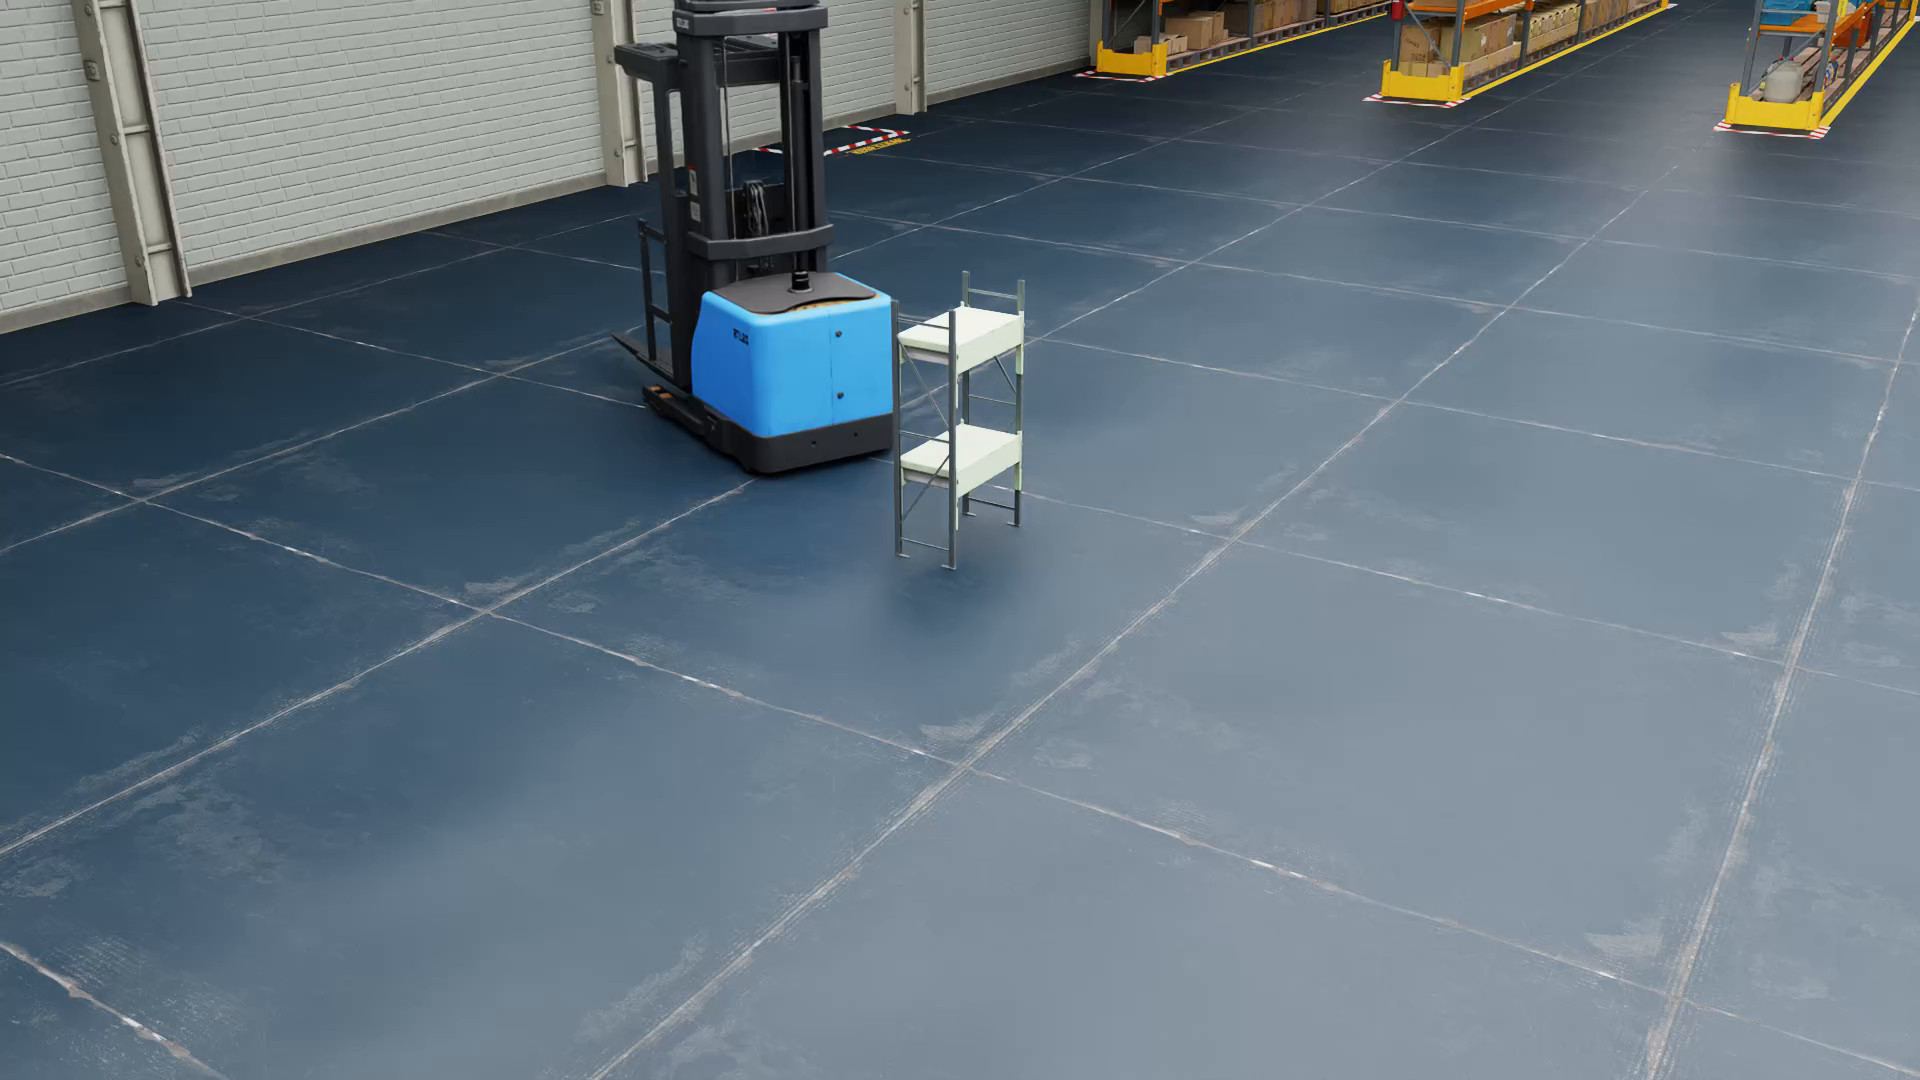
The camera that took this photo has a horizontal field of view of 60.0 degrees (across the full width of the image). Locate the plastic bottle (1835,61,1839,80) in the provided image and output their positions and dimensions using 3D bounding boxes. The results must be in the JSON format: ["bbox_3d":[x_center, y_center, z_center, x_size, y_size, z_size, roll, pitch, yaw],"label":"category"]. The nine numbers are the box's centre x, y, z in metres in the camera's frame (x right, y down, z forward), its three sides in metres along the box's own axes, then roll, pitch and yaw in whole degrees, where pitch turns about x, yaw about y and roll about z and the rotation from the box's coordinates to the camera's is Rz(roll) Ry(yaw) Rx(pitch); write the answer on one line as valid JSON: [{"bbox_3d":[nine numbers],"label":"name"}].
[{"bbox_3d":[13.369,-7.166,25.392,0.061,0.283,0.133,15,28,32],"label":"plastic bottle"}]

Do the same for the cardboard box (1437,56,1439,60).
[{"bbox_3d":[7.312,-7.476,26.177,0.500,0.250,0.500,14,27,29],"label":"cardboard box"}]

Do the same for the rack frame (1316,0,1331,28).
[{"bbox_3d":[7.036,-11.868,33.389,1.000,3.000,0.127,14,27,29],"label":"rack frame"}]

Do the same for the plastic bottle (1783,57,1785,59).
[{"bbox_3d":[12.802,-7.376,25.893,0.097,0.271,0.097,0,23,0],"label":"plastic bottle"}]

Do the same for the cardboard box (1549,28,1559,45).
[{"bbox_3d":[10.371,-9.015,29.732,0.500,0.250,0.500,14,27,30],"label":"cardboard box"}]

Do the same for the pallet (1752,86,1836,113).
[{"bbox_3d":[12.310,-6.531,24.570,1.003,0.211,1.213,14,27,29],"label":"pallet"}]

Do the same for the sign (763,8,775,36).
[{"bbox_3d":[-2.430,-6.586,21.142,0.001,0.329,0.234,14,27,29],"label":"sign"}]

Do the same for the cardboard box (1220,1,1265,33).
[{"bbox_3d":[5.300,-9.825,31.262,0.700,0.500,0.500,15,28,31],"label":"cardboard box"}]

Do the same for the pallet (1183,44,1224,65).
[{"bbox_3d":[3.959,-8.591,29.329,1.003,0.211,1.213,14,27,29],"label":"pallet"}]

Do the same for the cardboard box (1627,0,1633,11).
[{"bbox_3d":[13.762,-11.246,34.782,0.500,0.311,0.500,14,27,29],"label":"cardboard box"}]

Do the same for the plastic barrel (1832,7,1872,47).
[{"bbox_3d":[15.696,-9.157,29.331,0.600,0.830,0.708,14,27,29],"label":"plastic barrel"}]

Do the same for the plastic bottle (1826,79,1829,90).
[{"bbox_3d":[12.740,-6.739,24.510,0.097,0.201,0.097,0,23,0],"label":"plastic bottle"}]

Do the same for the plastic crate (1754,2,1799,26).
[{"bbox_3d":[11.243,-7.255,22.921,0.499,0.251,0.616,14,27,29],"label":"plastic crate"}]

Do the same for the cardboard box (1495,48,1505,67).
[{"bbox_3d":[8.554,-7.871,27.089,0.500,0.250,0.500,14,27,29],"label":"cardboard box"}]

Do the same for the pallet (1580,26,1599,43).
[{"bbox_3d":[11.673,-9.796,32.112,1.003,0.211,1.213,14,27,29],"label":"pallet"}]

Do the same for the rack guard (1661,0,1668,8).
[{"bbox_3d":[15.426,-12.359,37.669,1.175,0.500,0.348,14,27,29],"label":"rack guard"}]

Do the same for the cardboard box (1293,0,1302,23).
[{"bbox_3d":[6.330,-10.519,32.866,0.700,0.500,0.500,14,27,29],"label":"cardboard box"}]

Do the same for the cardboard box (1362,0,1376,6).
[{"bbox_3d":[8.447,-11.877,35.587,0.750,0.750,0.750,15,27,31],"label":"cardboard box"}]

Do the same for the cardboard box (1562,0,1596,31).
[{"bbox_3d":[11.729,-9.980,31.620,0.500,0.500,0.500,15,28,31],"label":"cardboard box"}]

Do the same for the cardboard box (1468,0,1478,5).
[{"bbox_3d":[7.557,-8.510,25.507,0.700,0.500,0.500,15,27,30],"label":"cardboard box"}]

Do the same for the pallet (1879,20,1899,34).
[{"bbox_3d":[17.918,-10.119,32.858,1.003,0.211,1.213,14,27,29],"label":"pallet"}]

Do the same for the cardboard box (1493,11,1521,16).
[{"bbox_3d":[9.641,-9.211,29.478,0.500,0.311,0.500,14,27,29],"label":"cardboard box"}]

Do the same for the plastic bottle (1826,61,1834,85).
[{"bbox_3d":[12.976,-6.977,24.871,0.144,0.351,0.185,14,27,29],"label":"plastic bottle"}]

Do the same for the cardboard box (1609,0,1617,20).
[{"bbox_3d":[12.807,-10.675,33.226,0.500,0.500,0.500,14,27,30],"label":"cardboard box"}]

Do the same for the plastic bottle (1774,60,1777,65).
[{"bbox_3d":[12.241,-7.035,25.007,0.144,0.351,0.185,14,27,29],"label":"plastic bottle"}]

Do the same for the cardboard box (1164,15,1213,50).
[{"bbox_3d":[3.988,-8.867,29.049,0.700,0.500,0.500,12,26,26],"label":"cardboard box"}]

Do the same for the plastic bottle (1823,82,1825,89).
[{"bbox_3d":[12.509,-6.591,24.168,0.097,0.201,0.097,0,23,0],"label":"plastic bottle"}]

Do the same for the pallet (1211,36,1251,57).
[{"bbox_3d":[4.602,-9.004,30.284,1.003,0.211,1.213,14,27,29],"label":"pallet"}]

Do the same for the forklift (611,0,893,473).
[{"bbox_3d":[-1.617,-2.308,11.392,1.130,2.935,3.031,-14,27,-29],"label":"forklift"}]

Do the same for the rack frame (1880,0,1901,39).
[{"bbox_3d":[17.563,-11.142,31.712,1.000,3.000,0.127,14,27,29],"label":"rack frame"}]

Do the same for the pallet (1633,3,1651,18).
[{"bbox_3d":[14.362,-11.546,36.157,1.003,0.211,1.213,14,27,29],"label":"pallet"}]

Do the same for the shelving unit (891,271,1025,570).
[{"bbox_3d":[-0.004,-0.686,9.447,0.431,1.500,0.755,14,27,29],"label":"shelving unit"}]

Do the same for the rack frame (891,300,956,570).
[{"bbox_3d":[-0.197,-0.562,9.161,0.400,1.500,0.023,14,27,29],"label":"rack frame"}]

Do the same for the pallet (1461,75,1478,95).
[{"bbox_3d":[7.394,-7.118,25.927,1.003,0.211,1.213,14,27,29],"label":"pallet"}]

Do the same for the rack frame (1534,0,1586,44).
[{"bbox_3d":[11.247,-10.831,30.994,1.000,3.000,0.127,14,27,29],"label":"rack frame"}]

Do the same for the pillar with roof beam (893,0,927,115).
[{"bbox_3d":[2.943,-9.411,20.163,9.100,9.000,0.400,14,27,29],"label":"pillar with roof beam"}]

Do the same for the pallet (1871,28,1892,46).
[{"bbox_3d":[17.120,-9.611,31.685,1.003,0.211,1.213,14,27,29],"label":"pallet"}]

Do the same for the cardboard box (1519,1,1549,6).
[{"bbox_3d":[10.721,-9.904,31.079,0.500,0.311,0.500,15,28,31],"label":"cardboard box"}]

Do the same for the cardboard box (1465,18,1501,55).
[{"bbox_3d":[8.292,-8.046,26.549,0.500,0.500,0.500,14,27,29],"label":"cardboard box"}]

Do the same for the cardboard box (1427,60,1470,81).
[{"bbox_3d":[7.499,-7.196,25.530,0.500,0.250,0.500,14,27,29],"label":"cardboard box"}]

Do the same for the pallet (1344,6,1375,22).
[{"bbox_3d":[8.160,-11.249,35.469,1.003,0.211,1.213,14,27,29],"label":"pallet"}]

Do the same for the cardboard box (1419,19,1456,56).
[{"bbox_3d":[7.572,-7.990,26.420,0.500,0.500,0.500,14,27,29],"label":"cardboard box"}]

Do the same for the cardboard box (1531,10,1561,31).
[{"bbox_3d":[10.376,-9.276,29.628,0.500,0.311,0.500,15,27,30],"label":"cardboard box"}]

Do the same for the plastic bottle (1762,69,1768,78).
[{"bbox_3d":[11.875,-6.802,24.552,0.061,0.283,0.133,15,27,30],"label":"plastic bottle"}]

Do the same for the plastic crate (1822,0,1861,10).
[{"bbox_3d":[12.990,-7.943,24.510,0.499,0.251,0.616,14,27,29],"label":"plastic crate"}]
